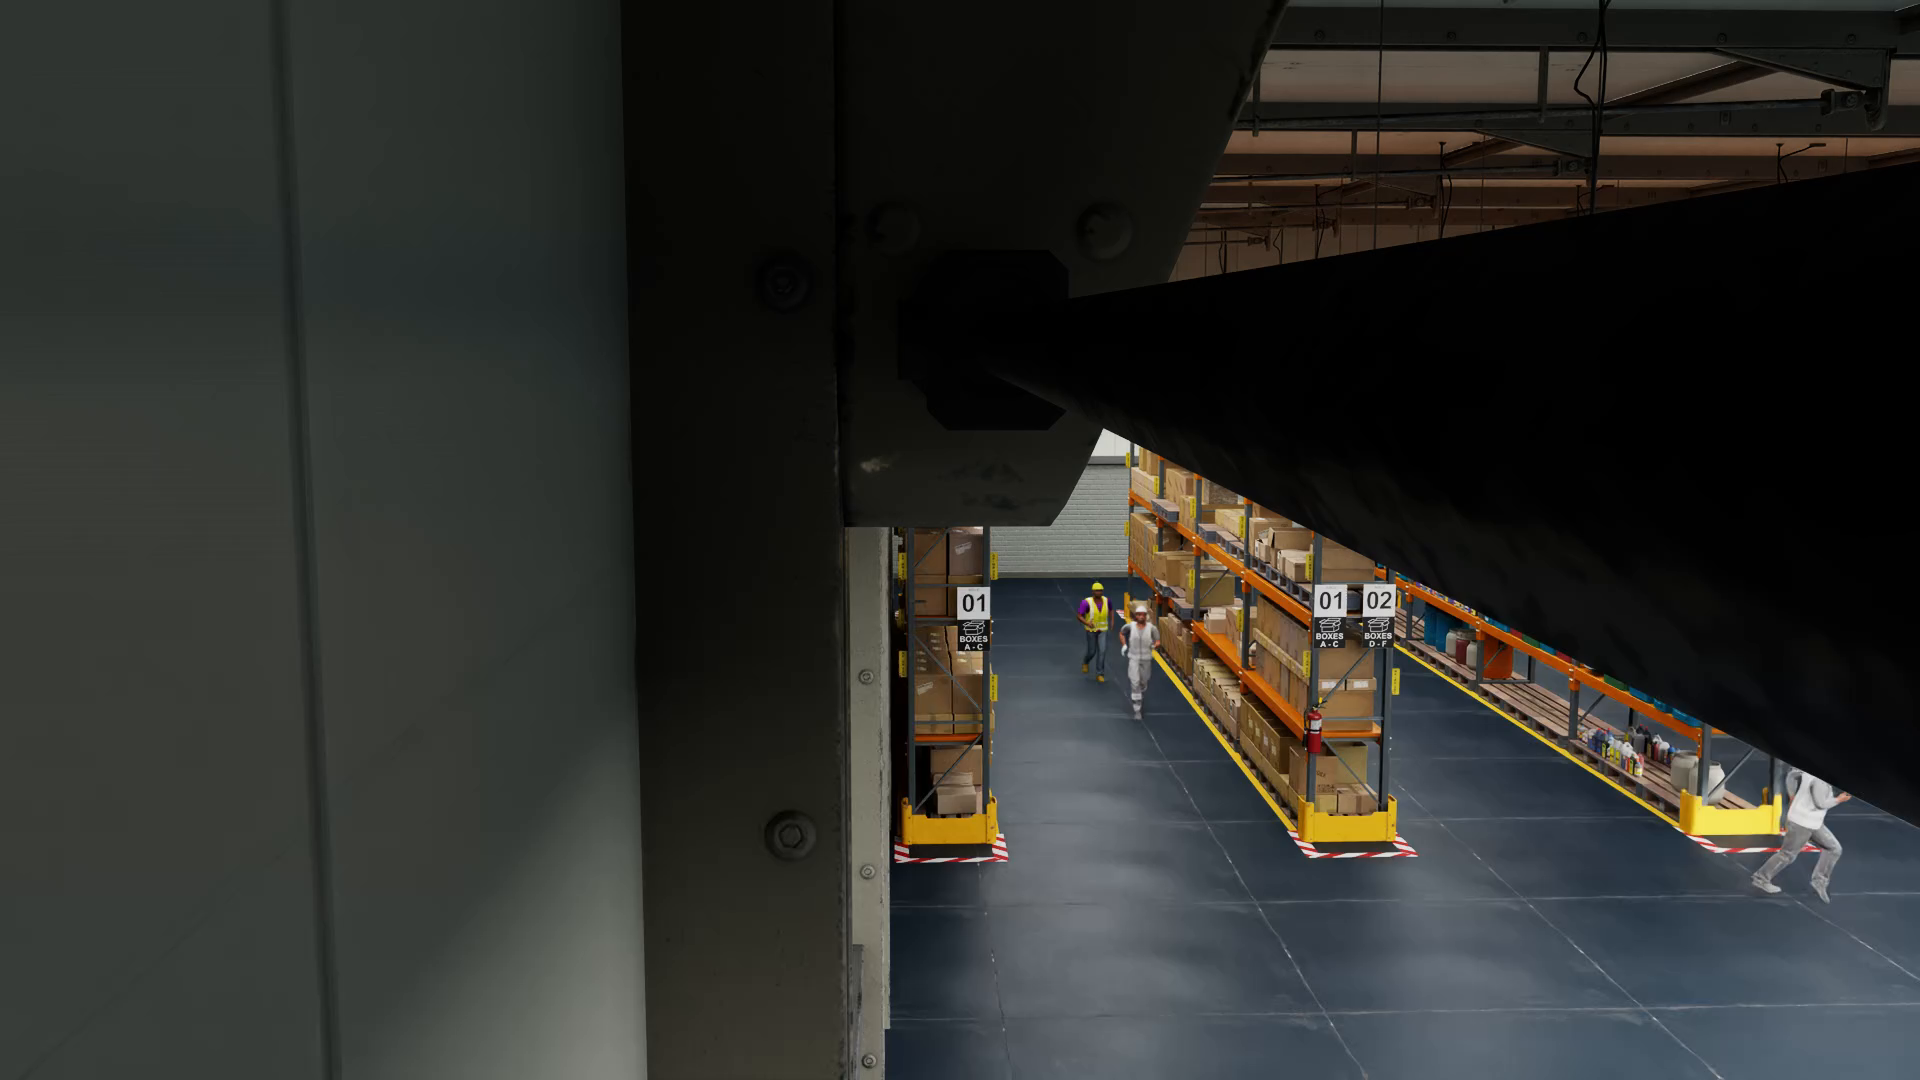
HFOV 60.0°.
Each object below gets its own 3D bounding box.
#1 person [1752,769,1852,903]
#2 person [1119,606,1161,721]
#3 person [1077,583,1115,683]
[{"bbox_3d":[9.285,3.133,18.319,0.931,1.768,0.647,4,8,28],"label":"person"},{"bbox_3d":[2.938,1.962,27.097,0.651,1.805,0.983,0,7,0],"label":"person"},{"bbox_3d":[2.452,1.634,29.927,0.725,1.769,0.824,-2,8,-13],"label":"person"}]
